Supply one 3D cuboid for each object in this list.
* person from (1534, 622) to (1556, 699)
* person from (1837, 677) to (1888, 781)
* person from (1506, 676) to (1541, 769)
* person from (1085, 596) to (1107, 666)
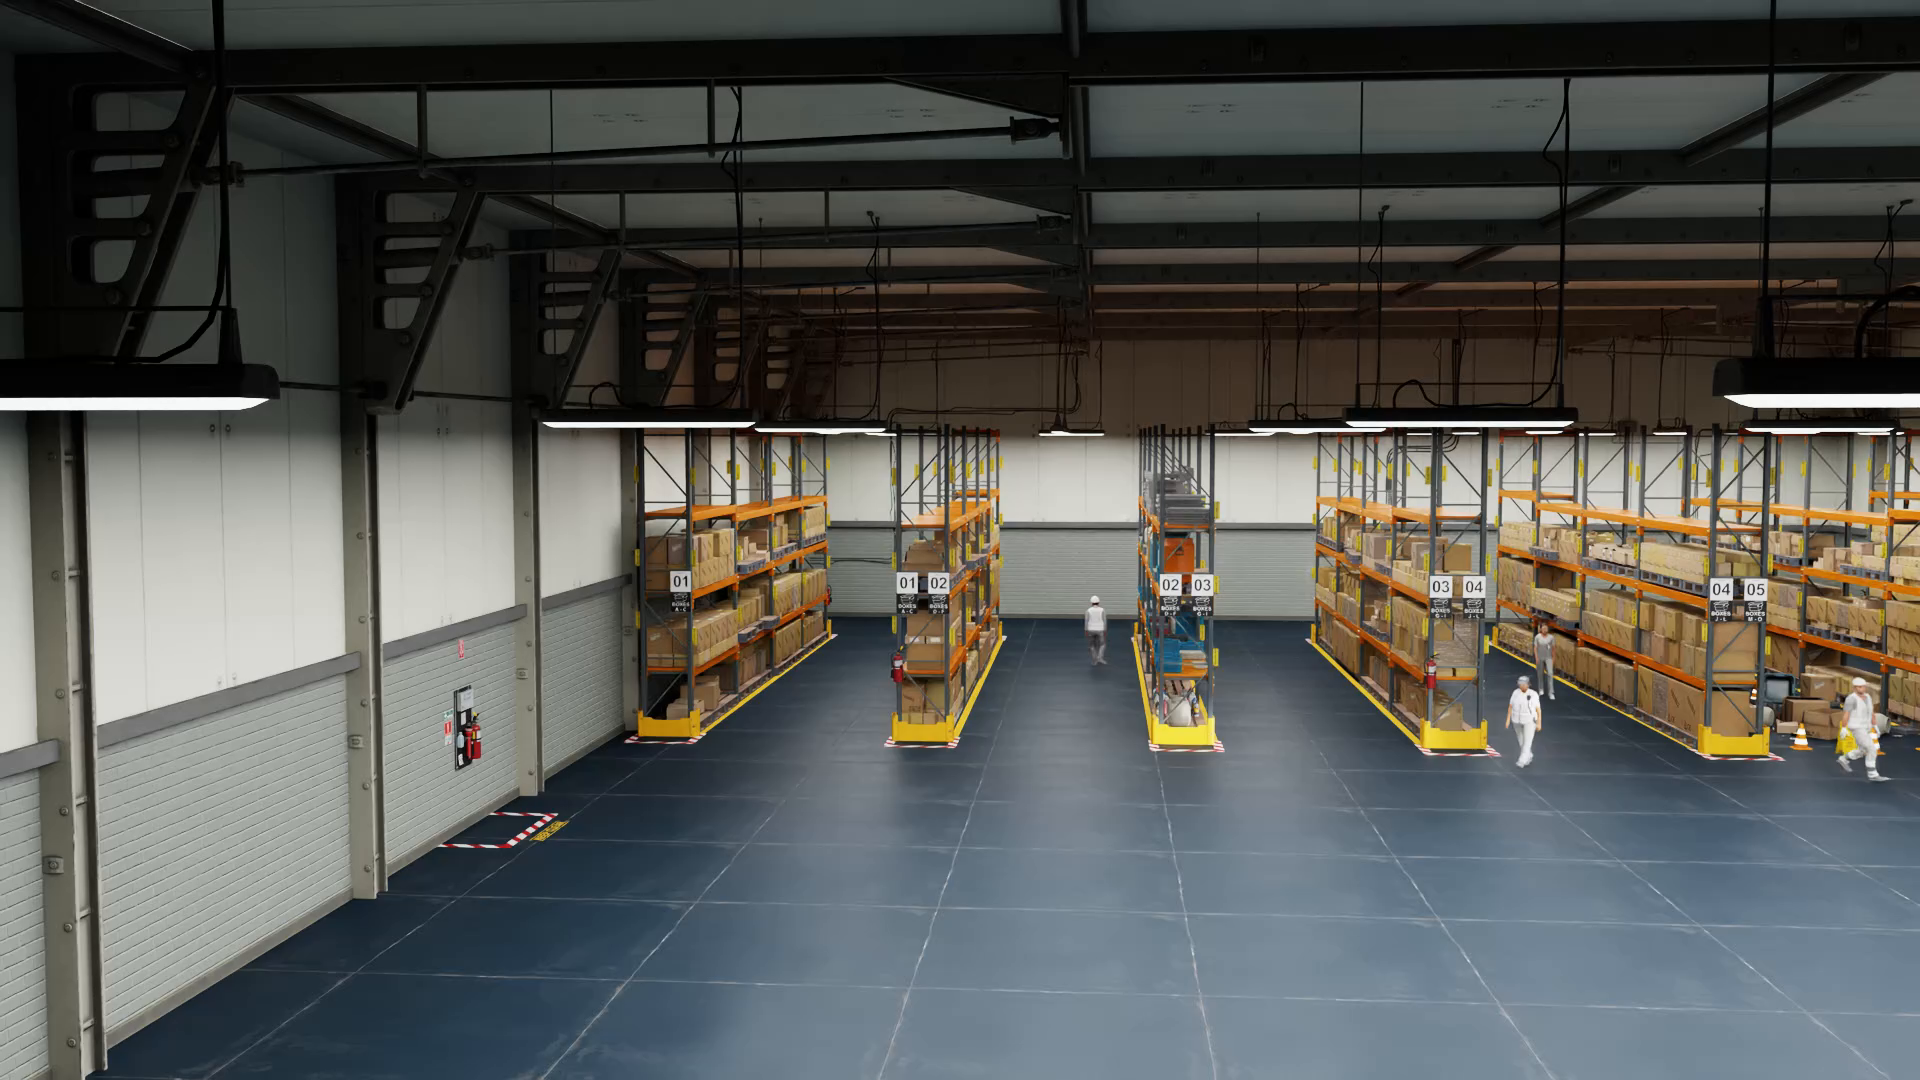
[{"bbox_3d":[12.922,2.643,36.758,0.471,1.634,0.871,1,4,20],"label":"person"},{"bbox_3d":[15.143,3.158,27.961,0.567,1.726,0.955,-2,4,-30],"label":"person"},{"bbox_3d":[9.726,3.151,28.786,1.059,1.602,0.504,-3,5,-44],"label":"person"},{"bbox_3d":[3.426,2.293,41.942,0.563,1.771,0.519,0,3,4],"label":"person"}]
